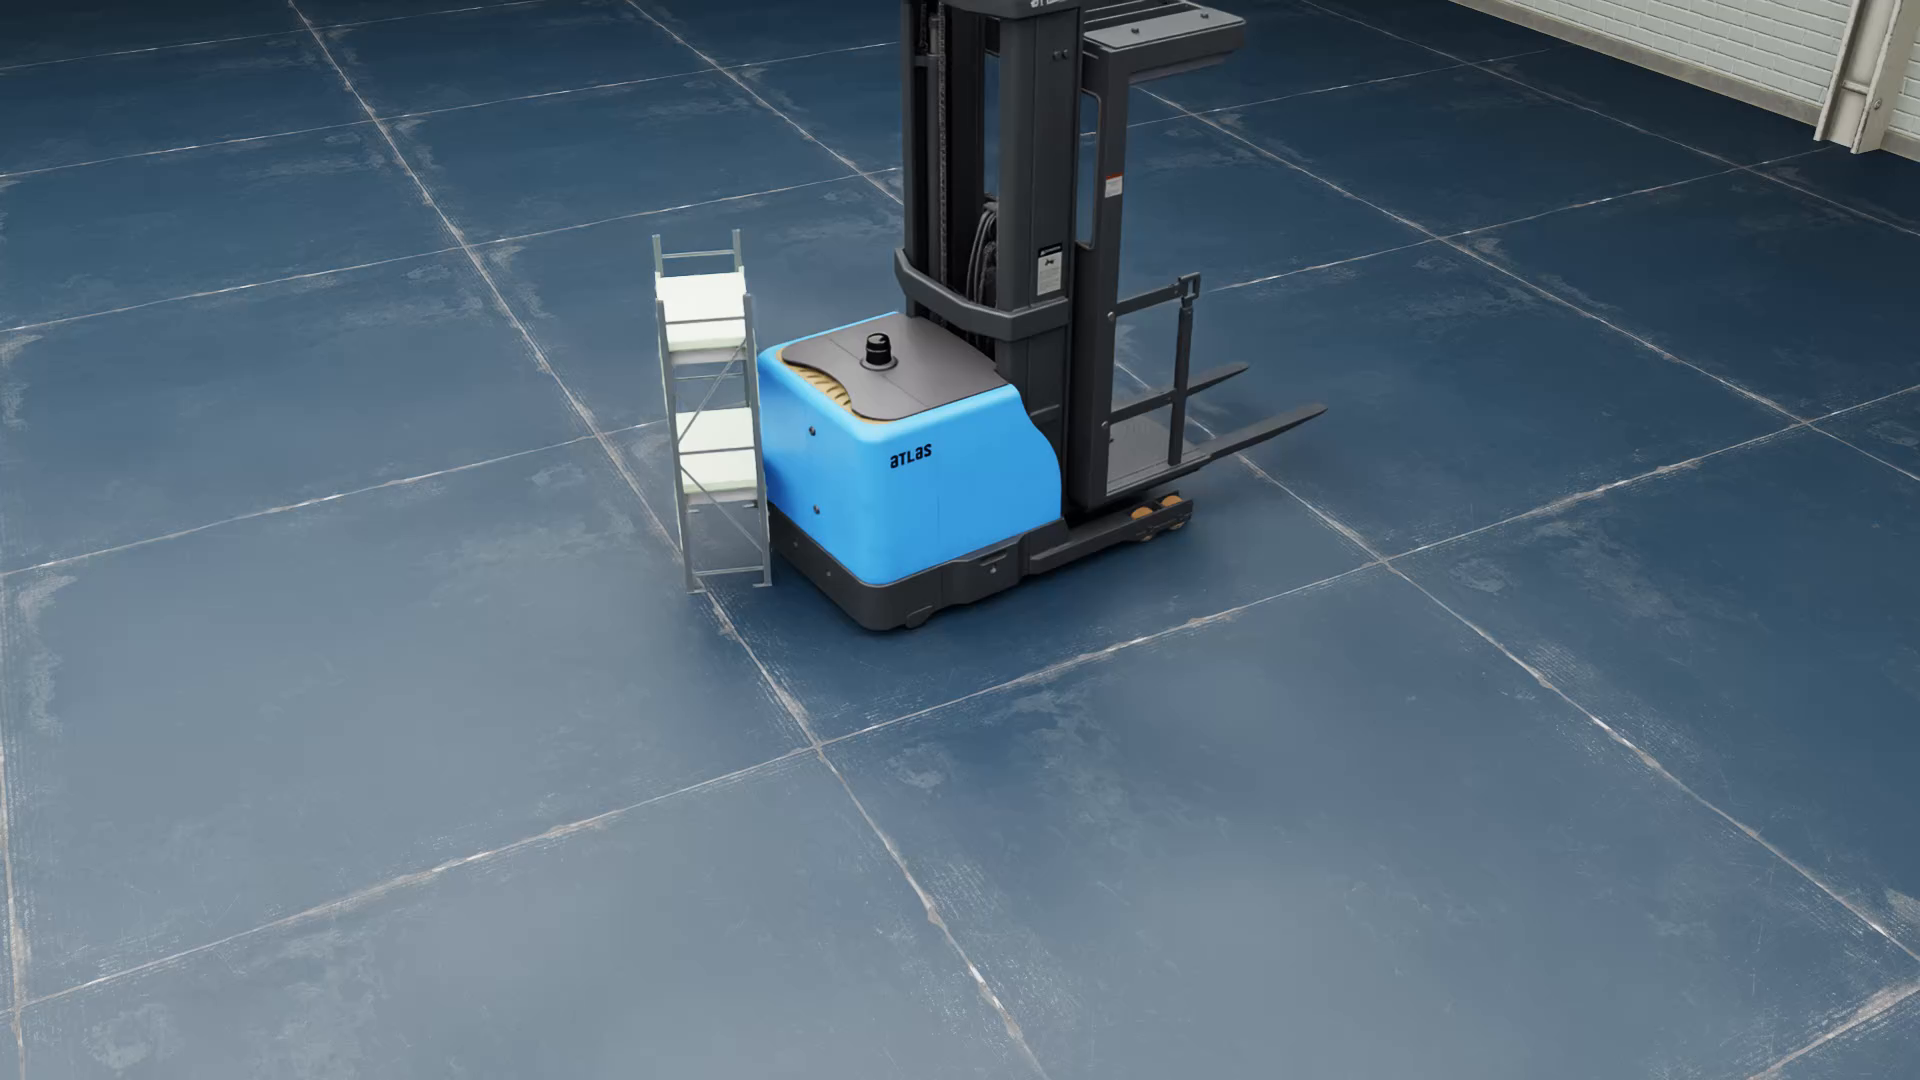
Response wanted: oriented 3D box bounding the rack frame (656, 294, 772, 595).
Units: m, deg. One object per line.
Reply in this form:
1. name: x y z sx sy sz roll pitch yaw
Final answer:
1. rack frame: -1.093 -0.397 7.480 0.400 1.500 0.023 -5 33 -8

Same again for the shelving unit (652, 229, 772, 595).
1. shelving unit: -1.156 -0.592 7.784 0.431 1.500 0.755 -5 33 -8

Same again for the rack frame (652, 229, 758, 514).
1. rack frame: -1.219 -0.786 8.087 0.400 1.500 0.023 -5 33 -8

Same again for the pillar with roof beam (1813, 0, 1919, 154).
1. pillar with roof beam: 3.206 -5.842 9.027 9.100 9.000 0.400 -16 36 -23

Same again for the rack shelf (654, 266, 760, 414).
1. rack shelf: -1.156 -0.921 7.573 0.431 0.370 0.720 -5 33 -8

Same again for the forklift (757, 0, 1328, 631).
1. forklift: 0.552 -1.442 7.784 3.031 2.935 1.130 -21 38 -29

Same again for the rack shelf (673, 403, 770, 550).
1. rack shelf: -1.156 -0.317 7.960 0.431 0.370 0.720 -5 33 -8
